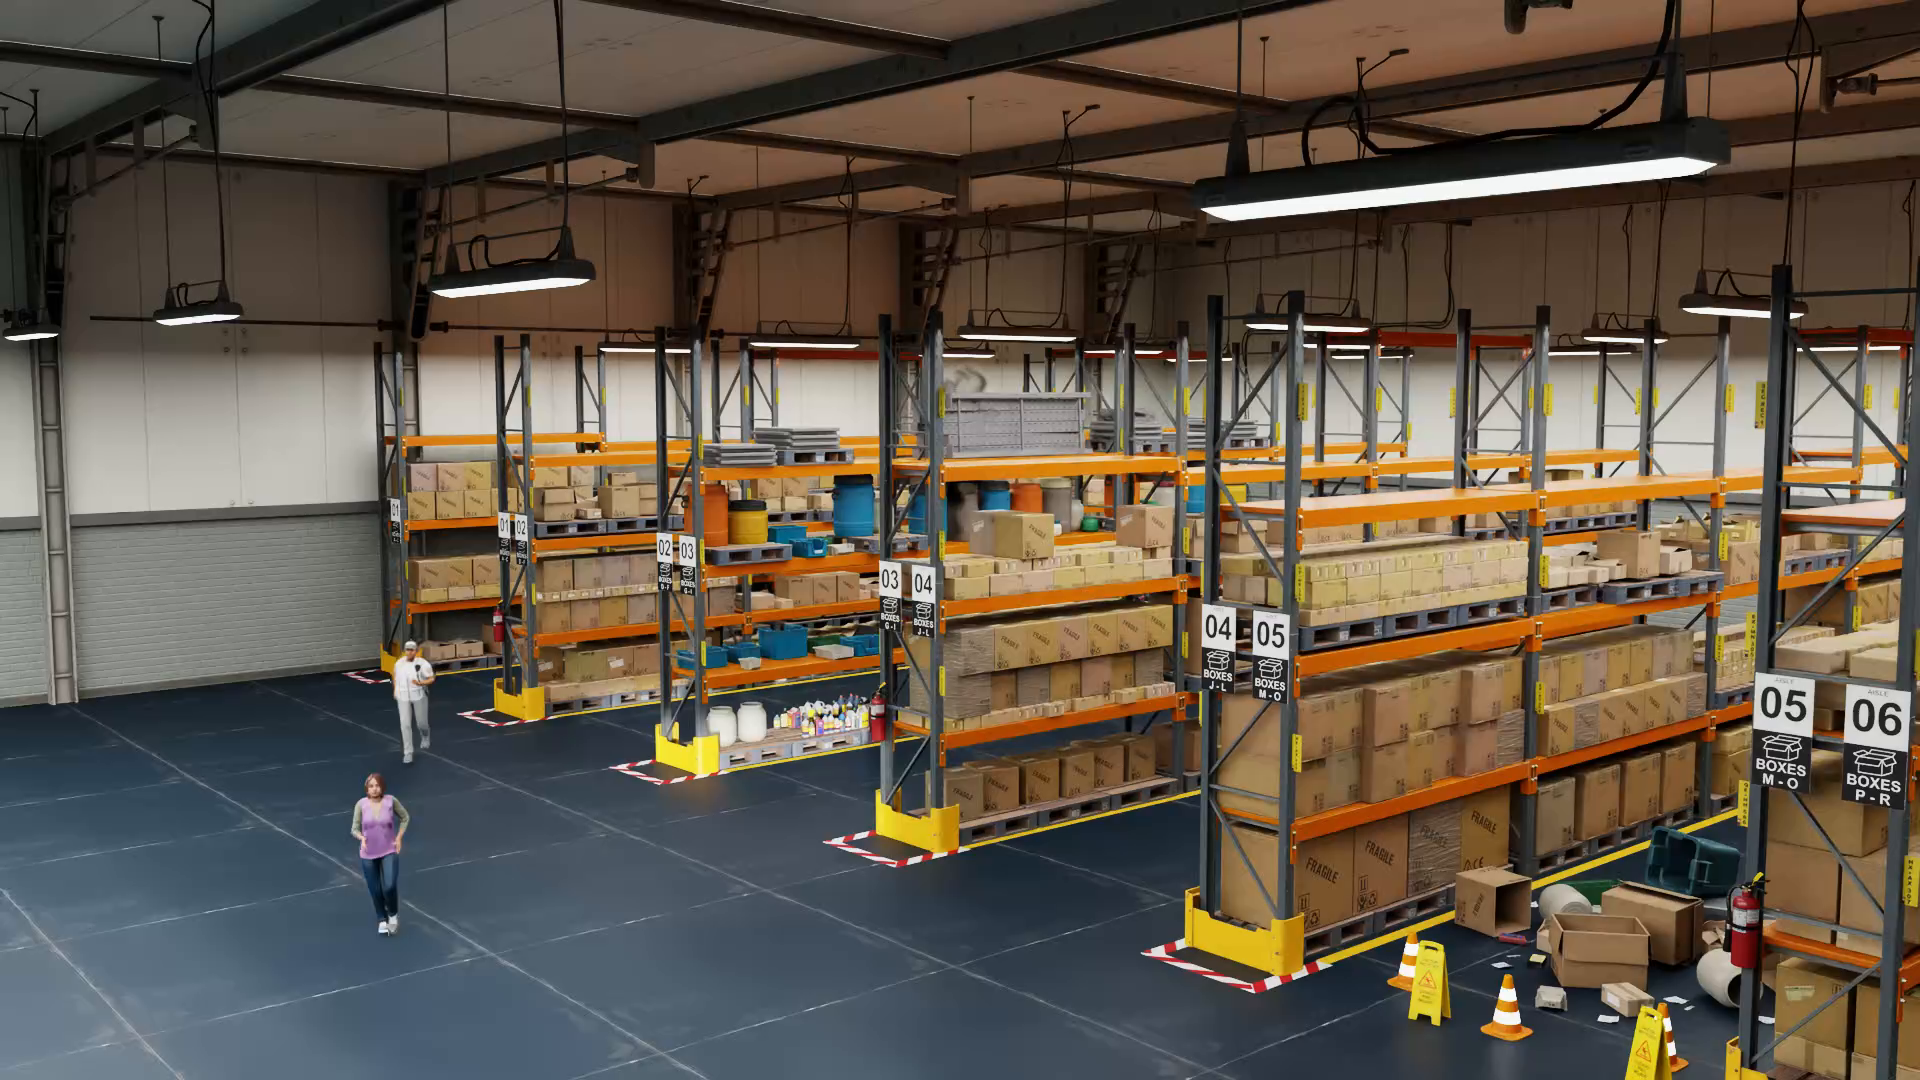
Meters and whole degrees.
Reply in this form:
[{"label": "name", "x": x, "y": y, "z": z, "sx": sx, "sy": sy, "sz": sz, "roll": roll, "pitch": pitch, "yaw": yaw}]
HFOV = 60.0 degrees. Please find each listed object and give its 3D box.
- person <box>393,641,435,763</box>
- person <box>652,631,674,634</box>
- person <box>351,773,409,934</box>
[{"label": "person", "x": -7.617, "y": 2.213, "z": 23.145, "sx": 0.592, "sy": 1.643, "sz": 0.877, "roll": -1, "pitch": 5, "yaw": -8}, {"label": "person", "x": -5.401, "y": 1.552, "z": 30.118, "sx": 0.592, "sy": 1.733, "sz": 0.639, "roll": -5, "pitch": 7, "yaw": -43}, {"label": "person", "x": -5.429, "y": 2.955, "z": 15.568, "sx": 0.509, "sy": 1.559, "sz": 0.605, "roll": -1, "pitch": 5, "yaw": -14}]
